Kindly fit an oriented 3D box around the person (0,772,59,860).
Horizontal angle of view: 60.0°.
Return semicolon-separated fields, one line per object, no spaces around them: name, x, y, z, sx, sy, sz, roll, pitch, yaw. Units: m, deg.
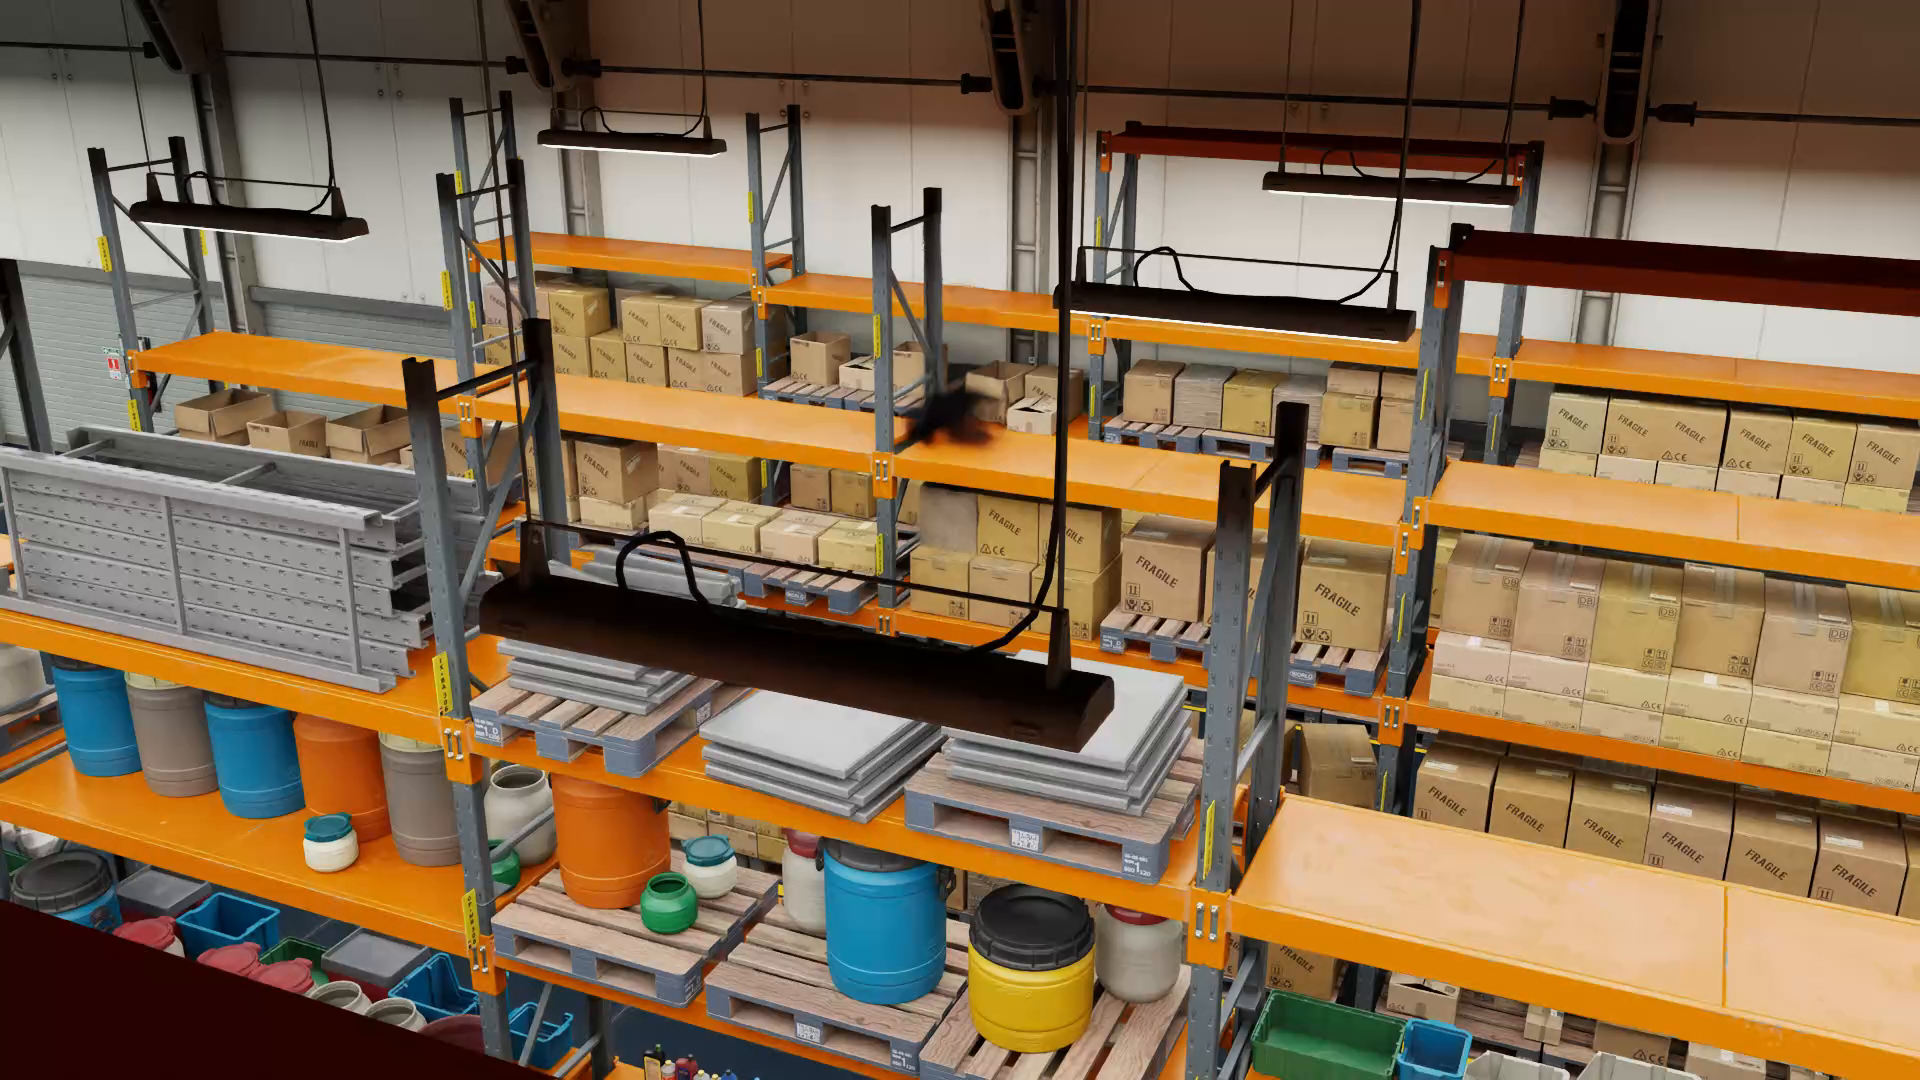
person;-7.450;2.552;13.641;0.908;1.669;0.631;9;22;23
